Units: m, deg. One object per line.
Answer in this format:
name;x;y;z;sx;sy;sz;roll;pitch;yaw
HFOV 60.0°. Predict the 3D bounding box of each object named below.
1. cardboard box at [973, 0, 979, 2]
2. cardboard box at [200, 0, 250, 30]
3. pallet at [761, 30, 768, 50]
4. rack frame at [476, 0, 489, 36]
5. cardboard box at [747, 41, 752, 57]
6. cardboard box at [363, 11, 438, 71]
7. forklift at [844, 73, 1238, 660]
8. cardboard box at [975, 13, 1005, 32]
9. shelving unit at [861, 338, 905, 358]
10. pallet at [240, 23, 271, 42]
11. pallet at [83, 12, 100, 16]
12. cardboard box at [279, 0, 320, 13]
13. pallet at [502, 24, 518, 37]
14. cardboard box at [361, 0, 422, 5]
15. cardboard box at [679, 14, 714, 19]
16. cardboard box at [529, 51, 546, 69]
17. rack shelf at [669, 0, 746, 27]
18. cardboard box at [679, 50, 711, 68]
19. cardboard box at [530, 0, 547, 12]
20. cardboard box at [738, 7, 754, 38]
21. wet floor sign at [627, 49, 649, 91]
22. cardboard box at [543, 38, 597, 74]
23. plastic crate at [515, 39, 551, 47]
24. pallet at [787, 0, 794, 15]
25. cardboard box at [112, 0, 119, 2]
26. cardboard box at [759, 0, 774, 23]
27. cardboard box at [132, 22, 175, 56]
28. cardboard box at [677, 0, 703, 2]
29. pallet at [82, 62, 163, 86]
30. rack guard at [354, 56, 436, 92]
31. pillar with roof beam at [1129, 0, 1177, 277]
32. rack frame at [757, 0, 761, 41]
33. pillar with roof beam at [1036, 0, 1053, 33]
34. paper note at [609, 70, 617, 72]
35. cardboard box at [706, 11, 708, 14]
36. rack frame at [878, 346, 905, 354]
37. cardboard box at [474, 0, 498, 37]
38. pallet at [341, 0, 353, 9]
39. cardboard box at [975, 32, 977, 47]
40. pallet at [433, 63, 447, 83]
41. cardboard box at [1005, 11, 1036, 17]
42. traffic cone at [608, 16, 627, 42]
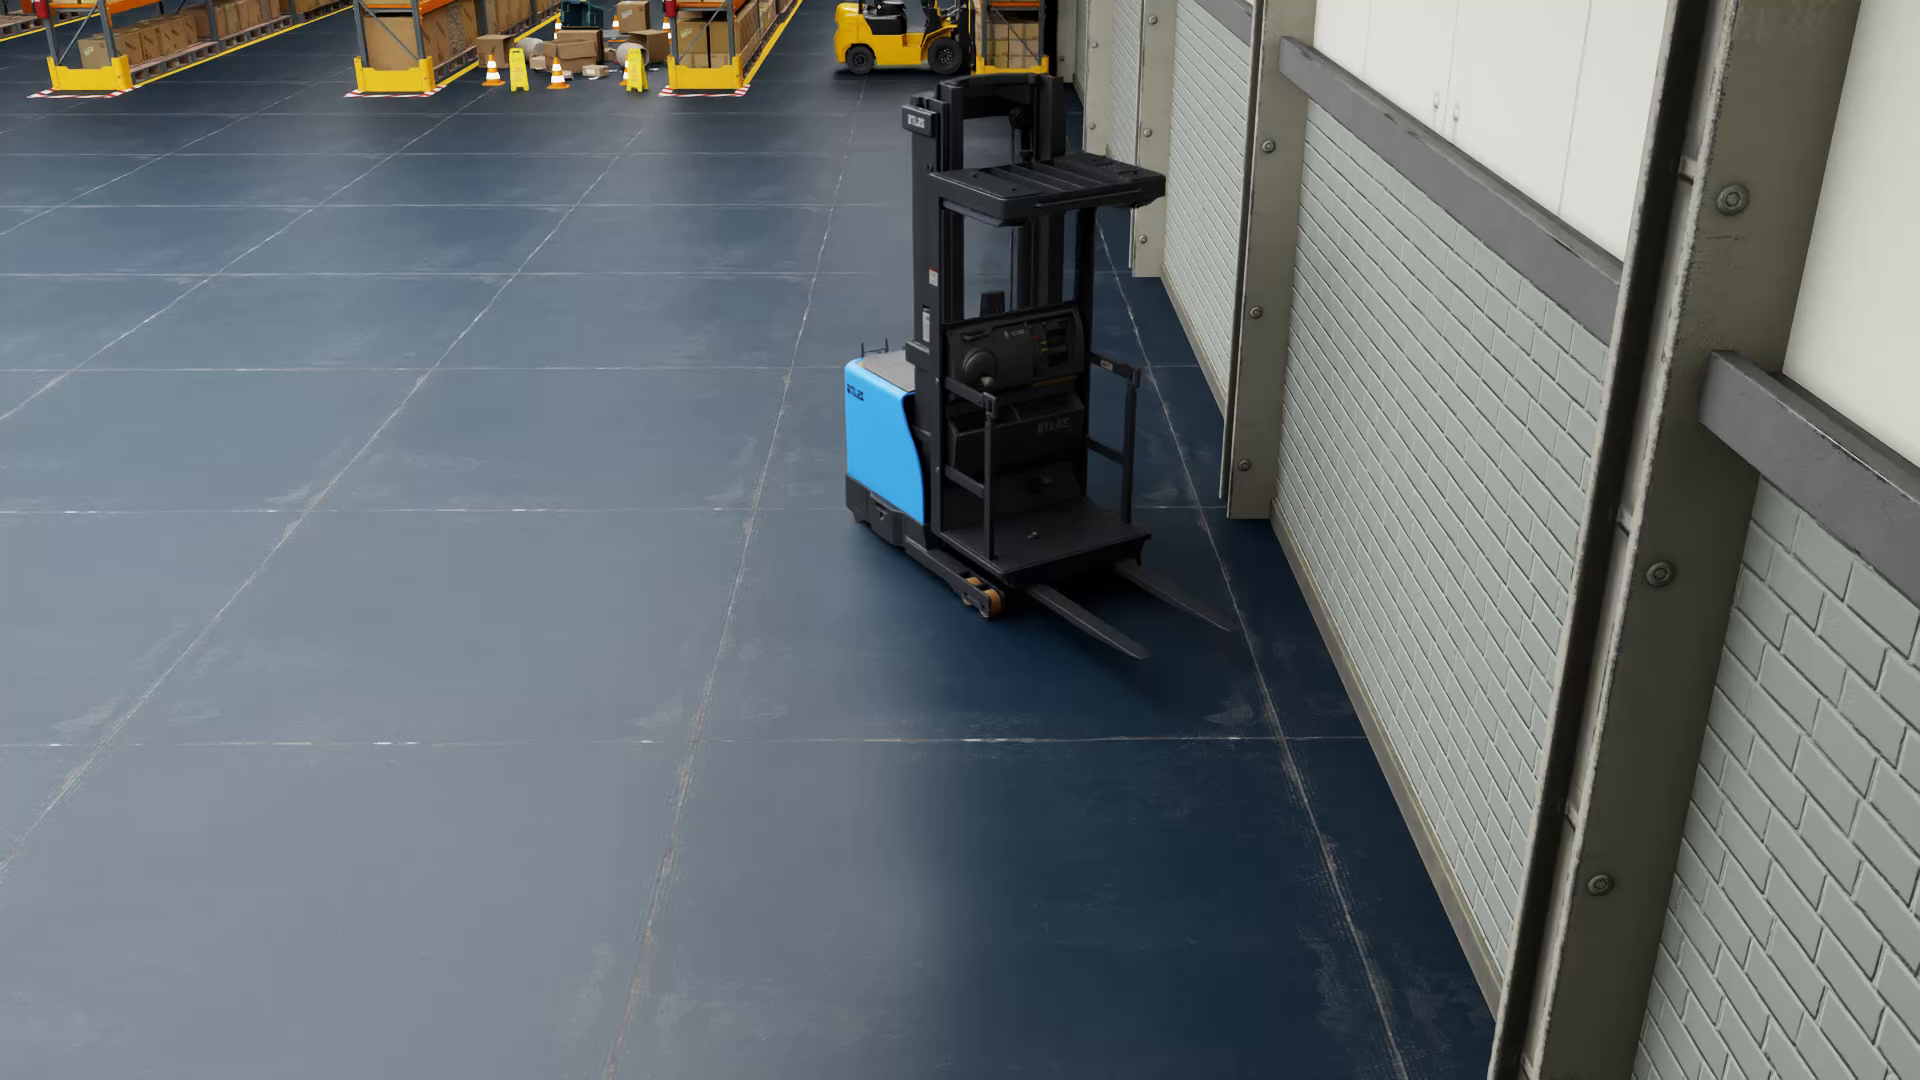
cardboard box;0.494;-9.559;29.859;0.500;0.250;0.500;-1;24;-1
cardboard box;-14.048;-10.039;31.806;0.700;0.500;0.500;-2;24;-5
pallet;-4.171;-9.392;31.260;1.003;0.211;1.213;0;24;-1
rack frame;-9.109;-10.278;29.835;1.000;3.000;0.127;0;24;-1
cardboard box;-3.866;-8.401;28.511;0.500;0.250;0.500;1;24;3
cardboard box;-9.139;-8.132;27.159;0.875;0.875;0.875;0;24;0
forklift;0.447;-1.101;9.627;1.130;2.935;3.031;-14;28;-29
cardboard box;0.502;-8.718;27.999;0.500;0.250;0.500;0;24;0
shelving unit;-0.502;-0.817;11.269;0.215;1.050;0.252;-13;25;-27
pallet;-14.096;-9.851;32.276;1.003;0.211;1.213;0;24;-1
pallet;-19.127;-11.479;35.874;1.003;0.211;1.213;0;24;-1
cardboard box;-14.101;-11.453;34.502;1.225;0.875;0.875;-1;24;-3
pallet;-9.209;-9.829;32.226;1.003;0.211;1.213;0;24;-1
cardboard box;-9.115;-8.851;26.497;0.875;0.550;0.550;0;24;-1
cardboard box;-4.396;-8.518;27.860;0.500;0.500;0.500;1;24;1
cardboard box;-7.249;-8.332;28.850;0.396;0.266;0.258;4;25;9
rack shelf;-4.139;-9.190;28.302;1.077;0.370;4.000;0;24;-1
cardboard box;-4.395;-7.974;27.567;0.500;0.250;0.500;0;24;-1
cardboard box;-8.906;-11.271;34.554;0.500;0.500;0.500;-1;24;-3
cardboard box;-3.872;-8.959;28.837;0.500;0.500;0.500;1;24;2
wet floor sign;-5.185;-7.538;26.633;0.267;0.644;0.232;8;26;18
cardboard box;-6.668;-8.268;28.421;0.797;0.503;0.637;-19;31;-36
plastic crate;-7.798;-8.957;30.257;0.450;0.188;0.662;3;22;31
pallet;-4.148;-11.546;36.023;1.003;0.211;1.213;0;24;-1
cardboard box;-13.775;-8.756;26.775;0.380;0.149;0.250;0;24;-1
cardboard box;-4.192;-10.447;32.888;0.950;0.372;0.625;-1;24;-2
cardboard box;-14.007;-8.693;28.854;0.500;0.500;0.500;-2;24;-5
cardboard box;-4.335;-8.732;26.722;0.380;0.149;0.250;1;24;1
pallet;-14.001;-7.745;27.617;1.003;0.211;1.213;0;24;-1
rack guard;-9.066;-7.481;26.683;1.175;0.500;0.348;0;24;-1
pillar with roof beam;-2.434;-6.778;14.815;9.100;9.000;0.400;0;24;-1
rack frame;-4.161;-10.342;29.976;1.000;3.000;0.127;0;24;-1
pillar with roof beam;-2.630;-14.195;31.215;9.100;9.000;0.400;0;24;-1
paper note;-5.977;-8.067;28.563;0.148;0.019;0.142;8;26;18
cardboard box;-4.459;-8.961;28.054;0.380;0.149;0.250;1;24;2
rack frame;-0.441;-0.779;11.171;0.200;1.050;0.008;-13;25;-27
cardboard box;-9.206;-9.699;30.776;1.050;0.750;0.750;0;24;-1
pallet;-14.074;-12.005;37.038;1.003;0.211;1.213;0;24;-1
cardboard box;0.507;-8.502;28.129;0.500;0.250;0.500;-1;24;-2
pallet;-9.153;-7.688;27.493;1.003;0.211;1.213;0;24;-1
cardboard box;1.028;-8.933;28.476;0.500;0.250;0.500;-1;24;-2
traffic cone;-6.577;-9.805;31.869;0.336;0.463;0.334;0;24;-1
